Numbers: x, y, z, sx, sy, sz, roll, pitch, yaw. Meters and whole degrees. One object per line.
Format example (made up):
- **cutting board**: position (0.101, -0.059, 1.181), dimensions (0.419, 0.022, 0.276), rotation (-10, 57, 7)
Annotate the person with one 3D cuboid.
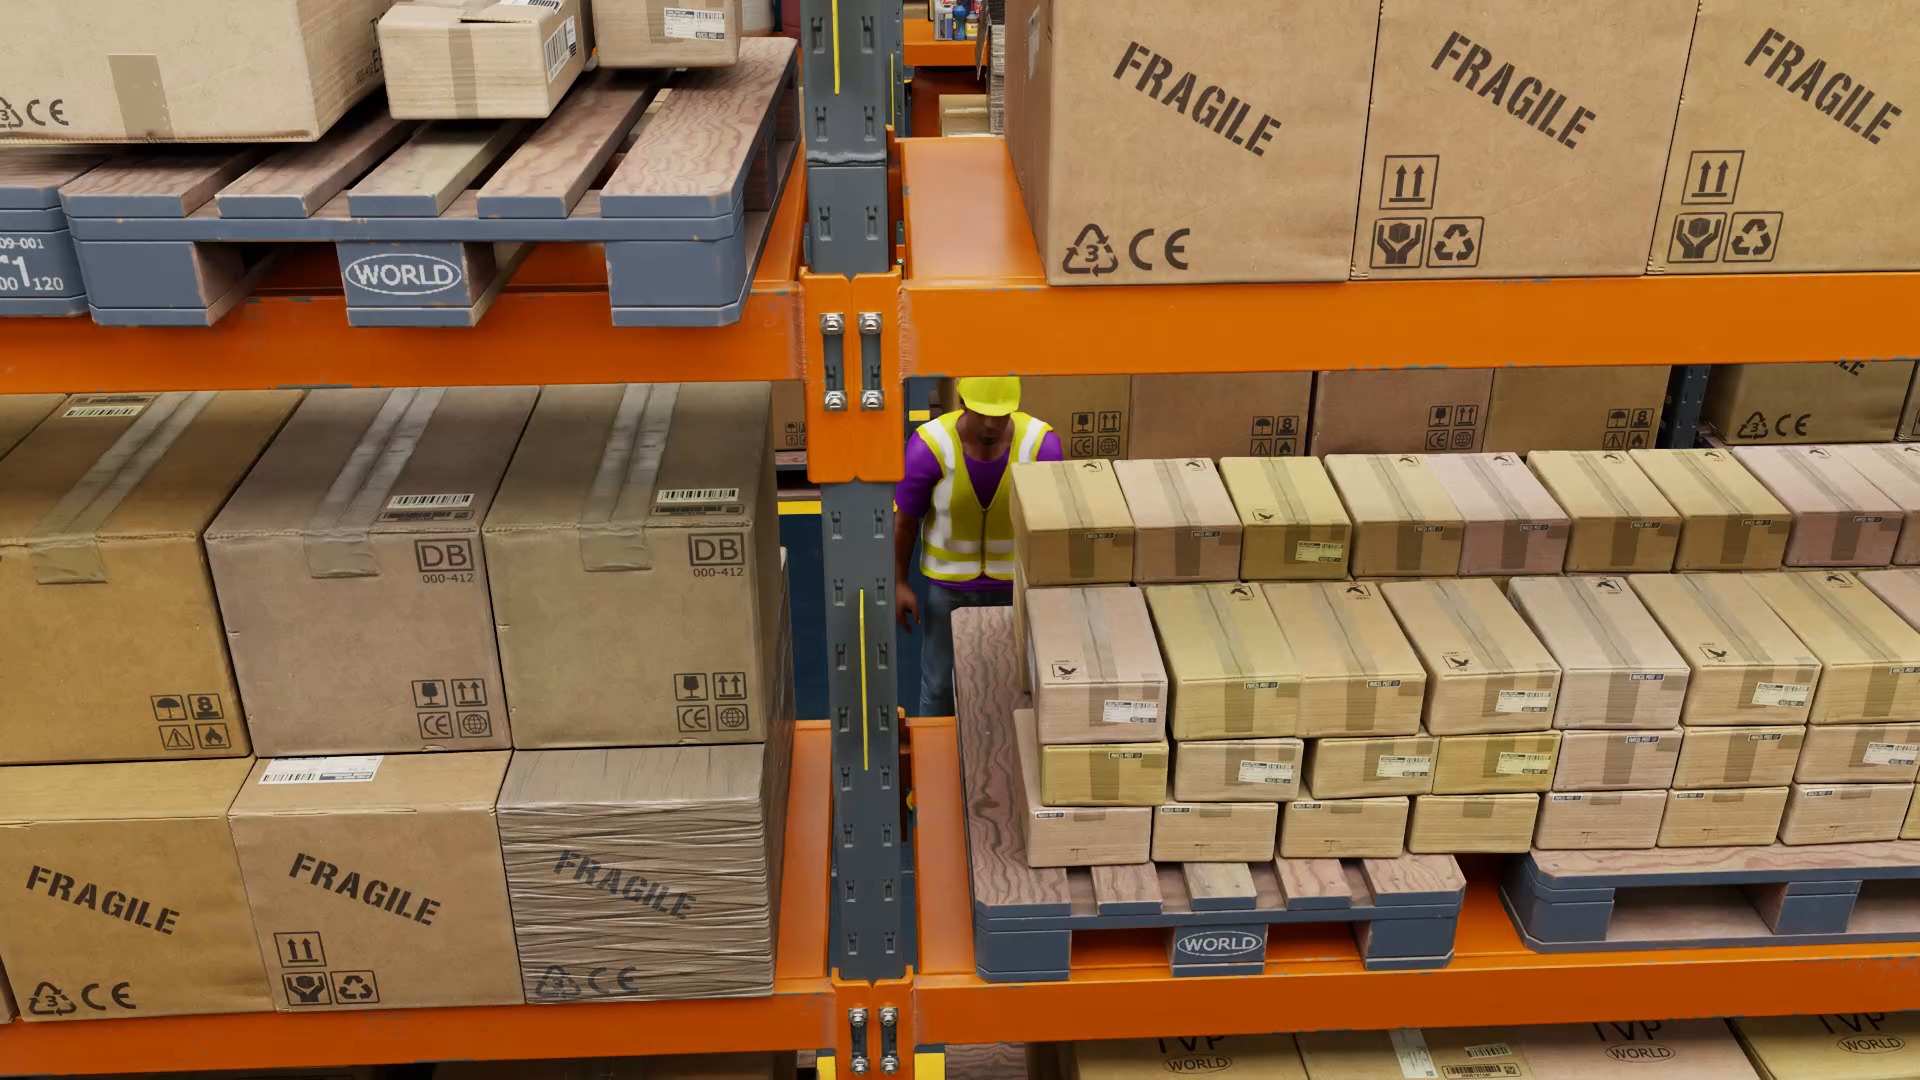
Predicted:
- **person**: position (0.074, 0.152, 5.806), dimensions (0.627, 1.761, 0.456), rotation (-1, 27, -2)
